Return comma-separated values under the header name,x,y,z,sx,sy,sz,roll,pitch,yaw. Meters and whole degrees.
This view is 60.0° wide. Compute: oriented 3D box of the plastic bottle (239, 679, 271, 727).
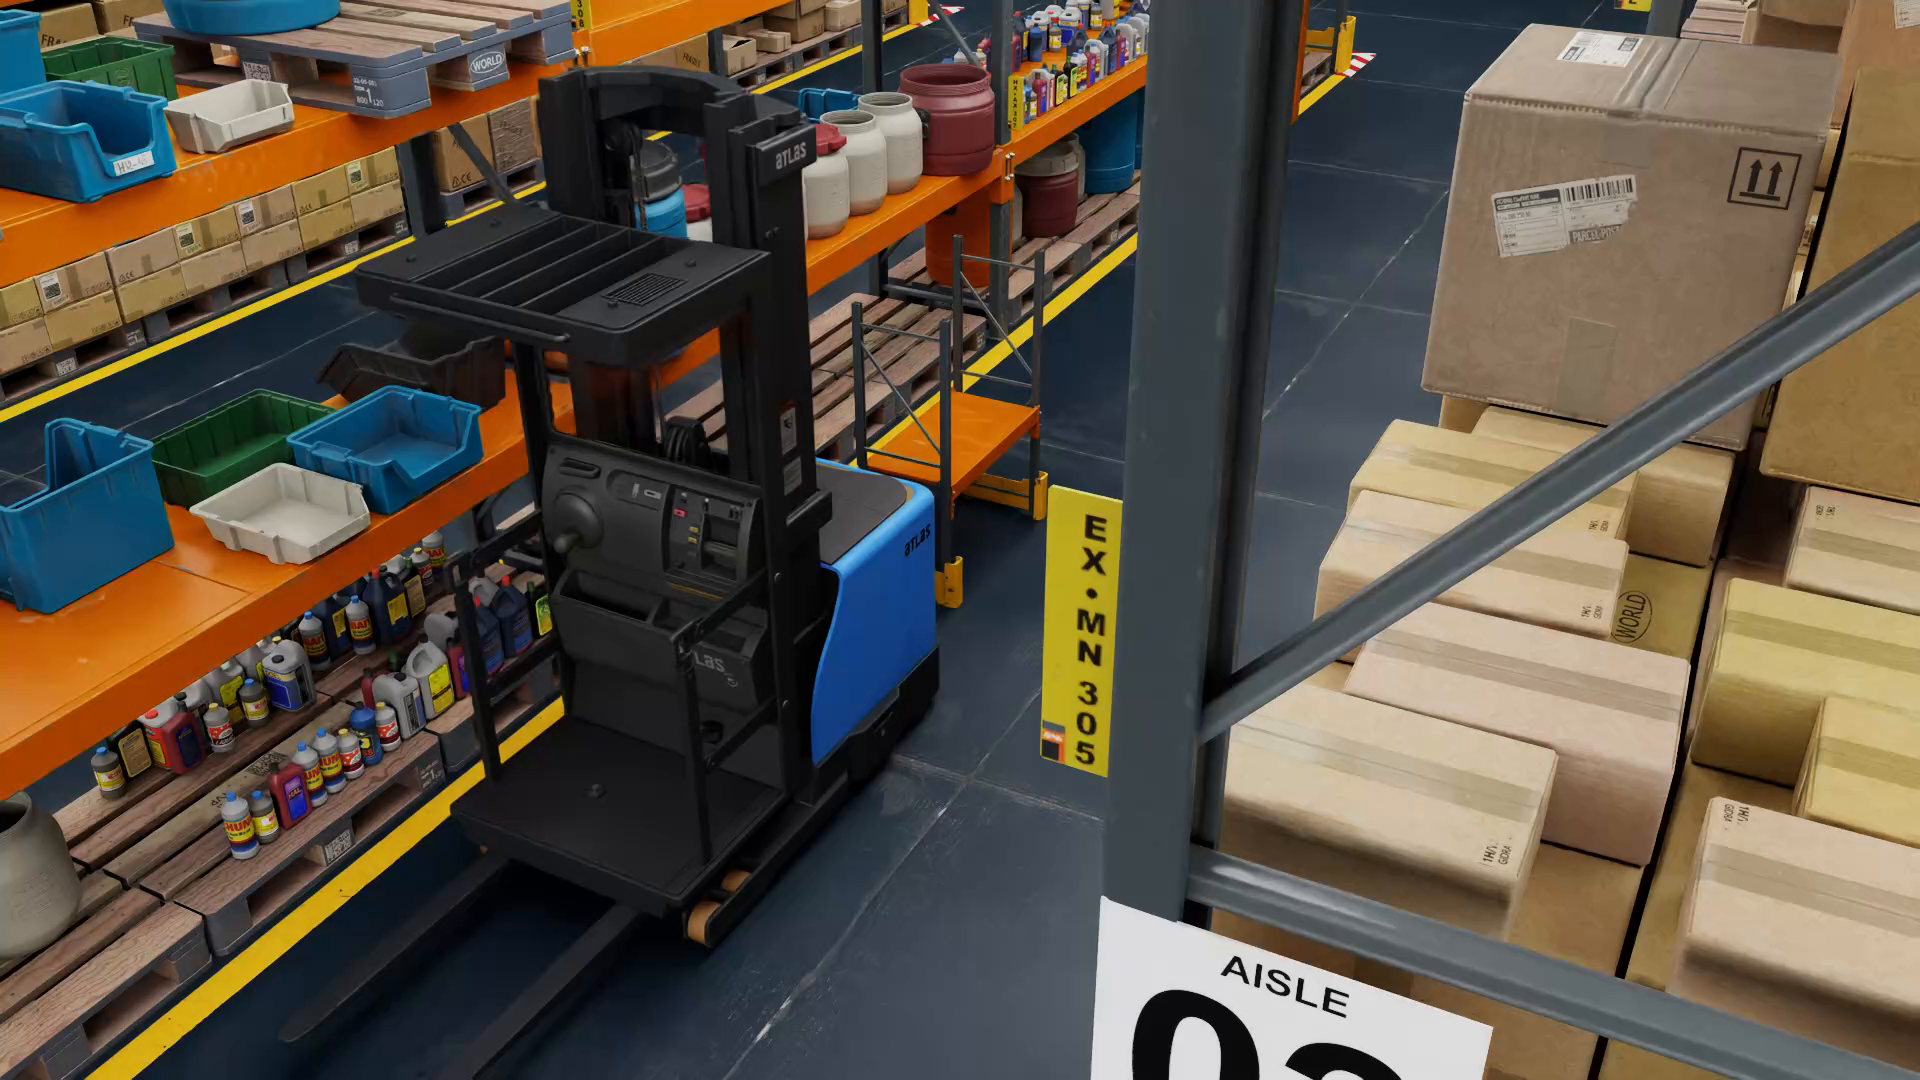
name,x,y,z,sx,sy,sz,roll,pitch,yaw
plastic bottle,-2.946,0.671,6.938,0.097,0.201,0.097,0,30,0

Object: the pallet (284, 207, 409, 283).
name,x,y,z,sx,sy,sz,roll,pitch,yaw
pallet,-4.967,-2.311,12.563,1.003,0.211,1.213,14,33,23

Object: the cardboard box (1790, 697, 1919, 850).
name,x,y,z,sx,sy,sz,roll,pitch,yaw
cardboard box,1.151,0.348,1.871,0.380,0.149,0.250,15,33,24

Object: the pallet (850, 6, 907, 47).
name,x,y,z,sx,sy,sz,roll,pitch,yaw
pallet,-1.310,-5.826,18.684,1.003,0.211,1.213,14,33,23

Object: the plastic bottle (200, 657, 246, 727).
name,x,y,z,sx,sy,sz,roll,pitch,yaw
plastic bottle,-3.073,0.598,6.914,0.144,0.351,0.185,16,33,25

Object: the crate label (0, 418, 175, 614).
name,x,y,z,sx,sy,sz,roll,pitch,yaw
crate label,-3.196,-0.097,5.872,0.502,0.435,0.616,14,33,23

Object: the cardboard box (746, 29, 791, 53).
name,x,y,z,sx,sy,sz,roll,pitch,yaw
cardboard box,-1.966,-5.135,17.083,0.380,0.166,0.250,14,33,23

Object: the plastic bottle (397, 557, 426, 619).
name,x,y,z,sx,sy,sz,roll,pitch,yaw
plastic bottle,-2.535,0.224,7.633,0.061,0.283,0.133,14,33,23

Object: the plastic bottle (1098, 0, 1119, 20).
name,x,y,z,sx,sy,sz,roll,pitch,yaw
plastic bottle,1.206,-4.403,13.454,0.144,0.351,0.185,14,33,23

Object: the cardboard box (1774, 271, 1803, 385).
name,x,y,z,sx,sy,sz,roll,pitch,yaw
cardboard box,1.750,-0.368,3.118,0.380,0.149,0.250,13,32,21

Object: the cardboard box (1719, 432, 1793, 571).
name,x,y,z,sx,sy,sz,roll,pitch,yaw
cardboard box,1.524,0.079,2.738,0.500,0.250,0.500,14,33,23

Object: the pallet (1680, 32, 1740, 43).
name,x,y,z,sx,sy,sz,roll,pitch,yaw
pallet,2.814,-1.323,5.219,1.213,0.211,1.003,14,33,23

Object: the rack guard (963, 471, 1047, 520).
name,x,y,z,sx,sy,sz,roll,pitch,yaw
rack guard,0.192,-0.295,9.013,0.587,0.250,0.087,14,33,23

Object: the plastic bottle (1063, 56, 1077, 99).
name,x,y,z,sx,sy,sz,roll,pitch,yaw
plastic bottle,0.753,-3.176,11.385,0.061,0.283,0.133,14,33,23

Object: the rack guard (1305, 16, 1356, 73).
name,x,y,z,sx,sy,sz,roll,pitch,yaw
rack guard,3.494,-5.227,17.351,1.175,0.500,0.348,14,33,23

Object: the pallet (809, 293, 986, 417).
name,x,y,z,sx,sy,sz,roll,pitch,yaw
pallet,-0.537,-1.207,10.641,1.003,0.211,1.213,14,33,23

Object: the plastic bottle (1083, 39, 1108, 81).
name,x,y,z,sx,sy,sz,roll,pitch,yaw
plastic bottle,0.967,-3.431,11.837,0.152,0.276,0.135,14,33,23

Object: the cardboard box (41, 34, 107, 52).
name,x,y,z,sx,sy,sz,roll,pitch,yaw
cardboard box,-5.547,-2.939,10.755,0.500,0.500,0.500,14,33,23

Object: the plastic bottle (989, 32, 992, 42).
name,x,y,z,sx,sy,sz,roll,pitch,yaw
plastic bottle,0.285,-3.574,12.011,0.144,0.351,0.185,14,33,23

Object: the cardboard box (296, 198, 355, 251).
name,x,y,z,sx,sy,sz,roll,pitch,yaw
cardboard box,-4.811,-2.348,12.167,0.500,0.250,0.500,14,33,23

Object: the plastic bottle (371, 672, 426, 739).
name,x,y,z,sx,sy,sz,roll,pitch,yaw
plastic bottle,-2.320,0.663,6.877,0.152,0.276,0.135,15,33,24

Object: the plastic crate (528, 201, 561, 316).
name,x,y,z,sx,sy,sz,roll,pitch,yaw
plastic crate,-2.023,-1.290,7.920,0.402,0.464,0.583,14,33,23

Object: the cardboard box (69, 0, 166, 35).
name,x,y,z,sx,sy,sz,roll,pitch,yaw
cardboard box,-8.112,-4.932,16.063,0.750,0.750,0.750,14,33,23

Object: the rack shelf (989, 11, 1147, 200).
name,x,y,z,sx,sy,sz,roll,pitch,yaw
rack shelf,0.762,-3.326,12.252,1.077,0.370,4.000,14,33,23

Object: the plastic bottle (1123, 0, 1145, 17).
name,x,y,z,sx,sy,sz,roll,pitch,yaw
plastic bottle,1.333,-3.972,12.704,0.144,0.351,0.185,14,33,23

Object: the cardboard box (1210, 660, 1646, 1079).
name,x,y,z,sx,sy,sz,roll,pitch,yaw
cardboard box,0.609,0.412,2.159,0.500,0.250,0.500,15,33,24

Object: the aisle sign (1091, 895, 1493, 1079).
name,x,y,z,sx,sy,sz,roll,pitch,yaw
aisle sign,0.320,0.751,1.820,0.394,0.787,0.004,14,33,23

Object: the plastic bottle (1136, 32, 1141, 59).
name,x,y,z,sx,sy,sz,roll,pitch,yaw
plastic bottle,1.295,-3.687,12.359,0.097,0.201,0.097,0,30,0

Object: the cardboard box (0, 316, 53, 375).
name,x,y,z,sx,sy,sz,roll,pitch,yaw
cardboard box,-5.975,-1.216,10.194,0.500,0.250,0.500,13,33,22

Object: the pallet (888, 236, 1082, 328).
name,x,y,z,sx,sy,sz,roll,pitch,yaw
pallet,0.173,-1.901,11.848,1.003,0.211,1.213,14,33,23

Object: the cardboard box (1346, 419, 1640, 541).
name,x,y,z,sx,sy,sz,roll,pitch,yaw
cardboard box,0.807,-0.035,2.537,0.380,0.149,0.250,14,33,24

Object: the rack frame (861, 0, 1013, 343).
name,x,y,z,sx,sy,sz,roll,pitch,yaw
rack frame,-0.149,-2.751,10.529,1.000,3.000,0.127,14,33,23

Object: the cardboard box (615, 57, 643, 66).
name,x,y,z,sx,sy,sz,roll,pitch,yaw
cardboard box,-3.166,-4.033,14.830,0.500,0.500,0.500,15,33,24

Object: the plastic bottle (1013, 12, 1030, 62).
name,x,y,z,sx,sy,sz,roll,pitch,yaw
plastic bottle,0.430,-3.715,12.256,0.144,0.351,0.185,14,33,23

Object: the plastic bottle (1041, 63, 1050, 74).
name,x,y,z,sx,sy,sz,roll,pitch,yaw
plastic bottle,0.569,-3.078,11.227,0.097,0.271,0.097,0,30,0

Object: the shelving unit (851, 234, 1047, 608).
name,x,y,z,sx,sy,sz,roll,pitch,yaw
shelving unit,-0.035,-0.617,8.318,0.587,1.500,1.083,14,33,23

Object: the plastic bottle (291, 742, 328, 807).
name,x,y,z,sx,sy,sz,roll,pitch,yaw
plastic bottle,-2.534,0.903,6.464,0.097,0.271,0.097,0,30,0

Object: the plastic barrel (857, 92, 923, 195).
name,x,y,z,sx,sy,sz,roll,pitch,yaw
plastic barrel,-0.428,-2.295,9.622,0.421,0.512,0.421,0,30,0

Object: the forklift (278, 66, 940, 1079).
name,x,y,z,sx,sy,sz,roll,pitch,yaw
forklift,-1.234,-0.033,5.863,1.130,2.935,3.031,15,33,24

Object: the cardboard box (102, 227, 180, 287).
name,x,y,z,sx,sy,sz,roll,pitch,yaw
cardboard box,-5.502,-1.913,10.846,0.500,0.311,0.500,13,32,22

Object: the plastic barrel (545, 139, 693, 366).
name,x,y,z,sx,sy,sz,roll,pitch,yaw
plastic barrel,-1.526,-1.298,7.495,0.600,0.901,0.708,14,33,23

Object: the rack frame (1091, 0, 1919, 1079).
name,x,y,z,sx,sy,sz,roll,pitch,yaw
rack frame,0.616,-0.683,0.902,1.000,3.000,0.127,14,33,23

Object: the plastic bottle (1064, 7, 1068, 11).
name,x,y,z,sx,sy,sz,roll,pitch,yaw
plastic bottle,0.835,-4.069,13.023,0.097,0.201,0.097,0,30,0

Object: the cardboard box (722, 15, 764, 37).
name,x,y,z,sx,sy,sz,roll,pitch,yaw
cardboard box,-2.386,-5.324,17.267,0.500,0.311,0.500,14,33,23

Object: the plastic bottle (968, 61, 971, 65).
name,x,y,z,sx,sy,sz,roll,pitch,yaw
plastic bottle,0.051,-3.306,11.695,0.097,0.201,0.097,0,30,0

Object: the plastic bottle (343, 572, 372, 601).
name,x,y,z,sx,sy,sz,roll,pitch,yaw
plastic bottle,-2.709,0.244,7.532,0.144,0.351,0.185,15,33,25

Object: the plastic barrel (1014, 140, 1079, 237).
name,x,y,z,sx,sy,sz,roll,pitch,yaw
plastic barrel,0.573,-2.609,12.281,0.600,0.588,0.708,14,33,23

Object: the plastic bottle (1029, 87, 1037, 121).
name,x,y,z,sx,sy,sz,roll,pitch,yaw
plastic bottle,0.457,-2.872,10.939,0.097,0.201,0.097,0,30,0

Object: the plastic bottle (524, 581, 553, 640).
name,x,y,z,sx,sy,sz,roll,pitch,yaw
plastic bottle,-1.897,0.297,7.506,0.061,0.283,0.133,16,34,26

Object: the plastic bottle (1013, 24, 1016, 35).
name,x,y,z,sx,sy,sz,roll,pitch,yaw
plastic bottle,0.375,-3.611,12.143,0.061,0.283,0.133,14,33,23
